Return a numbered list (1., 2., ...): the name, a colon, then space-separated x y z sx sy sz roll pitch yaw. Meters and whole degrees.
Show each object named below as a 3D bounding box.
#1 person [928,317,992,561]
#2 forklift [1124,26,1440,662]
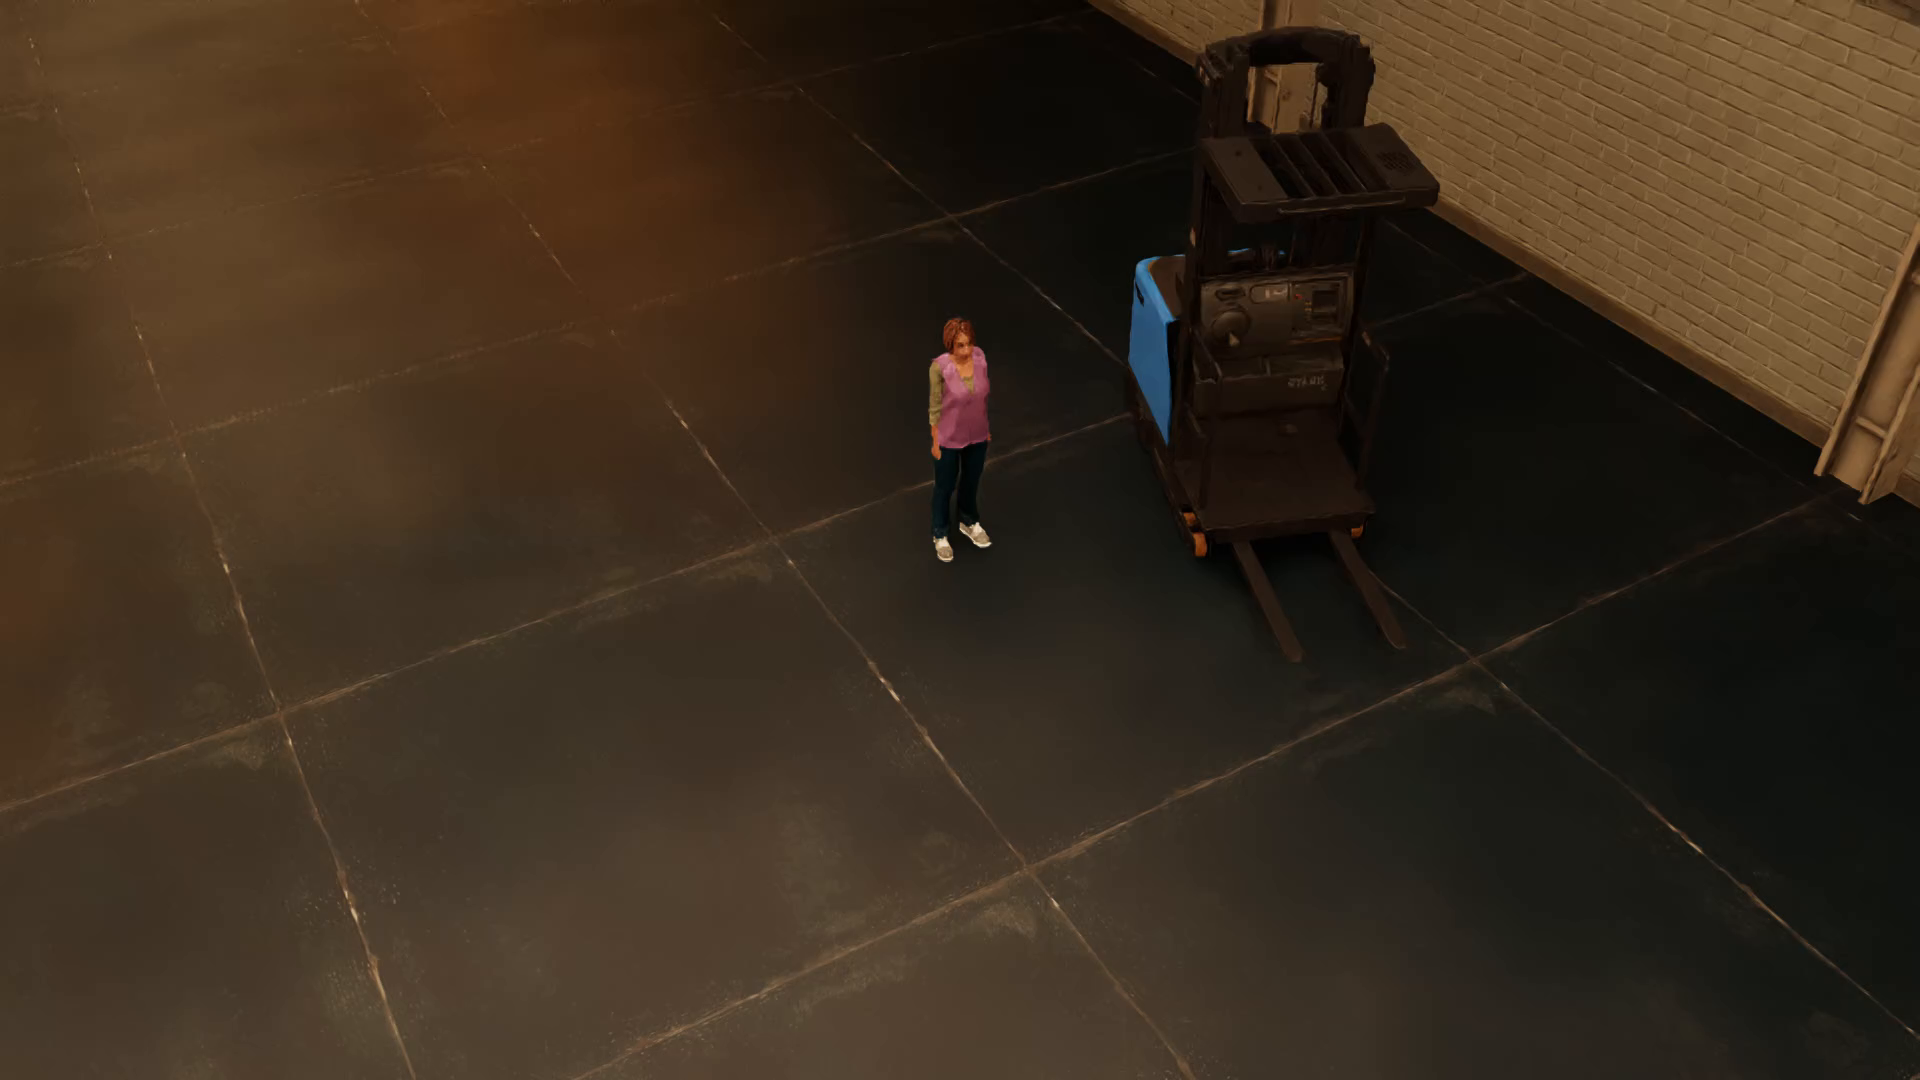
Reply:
1. person: 0.005 -0.612 9.815 0.405 1.604 0.311 -20 44 -23
2. forklift: 1.895 -1.274 9.572 1.130 2.935 3.031 -7 40 -8
